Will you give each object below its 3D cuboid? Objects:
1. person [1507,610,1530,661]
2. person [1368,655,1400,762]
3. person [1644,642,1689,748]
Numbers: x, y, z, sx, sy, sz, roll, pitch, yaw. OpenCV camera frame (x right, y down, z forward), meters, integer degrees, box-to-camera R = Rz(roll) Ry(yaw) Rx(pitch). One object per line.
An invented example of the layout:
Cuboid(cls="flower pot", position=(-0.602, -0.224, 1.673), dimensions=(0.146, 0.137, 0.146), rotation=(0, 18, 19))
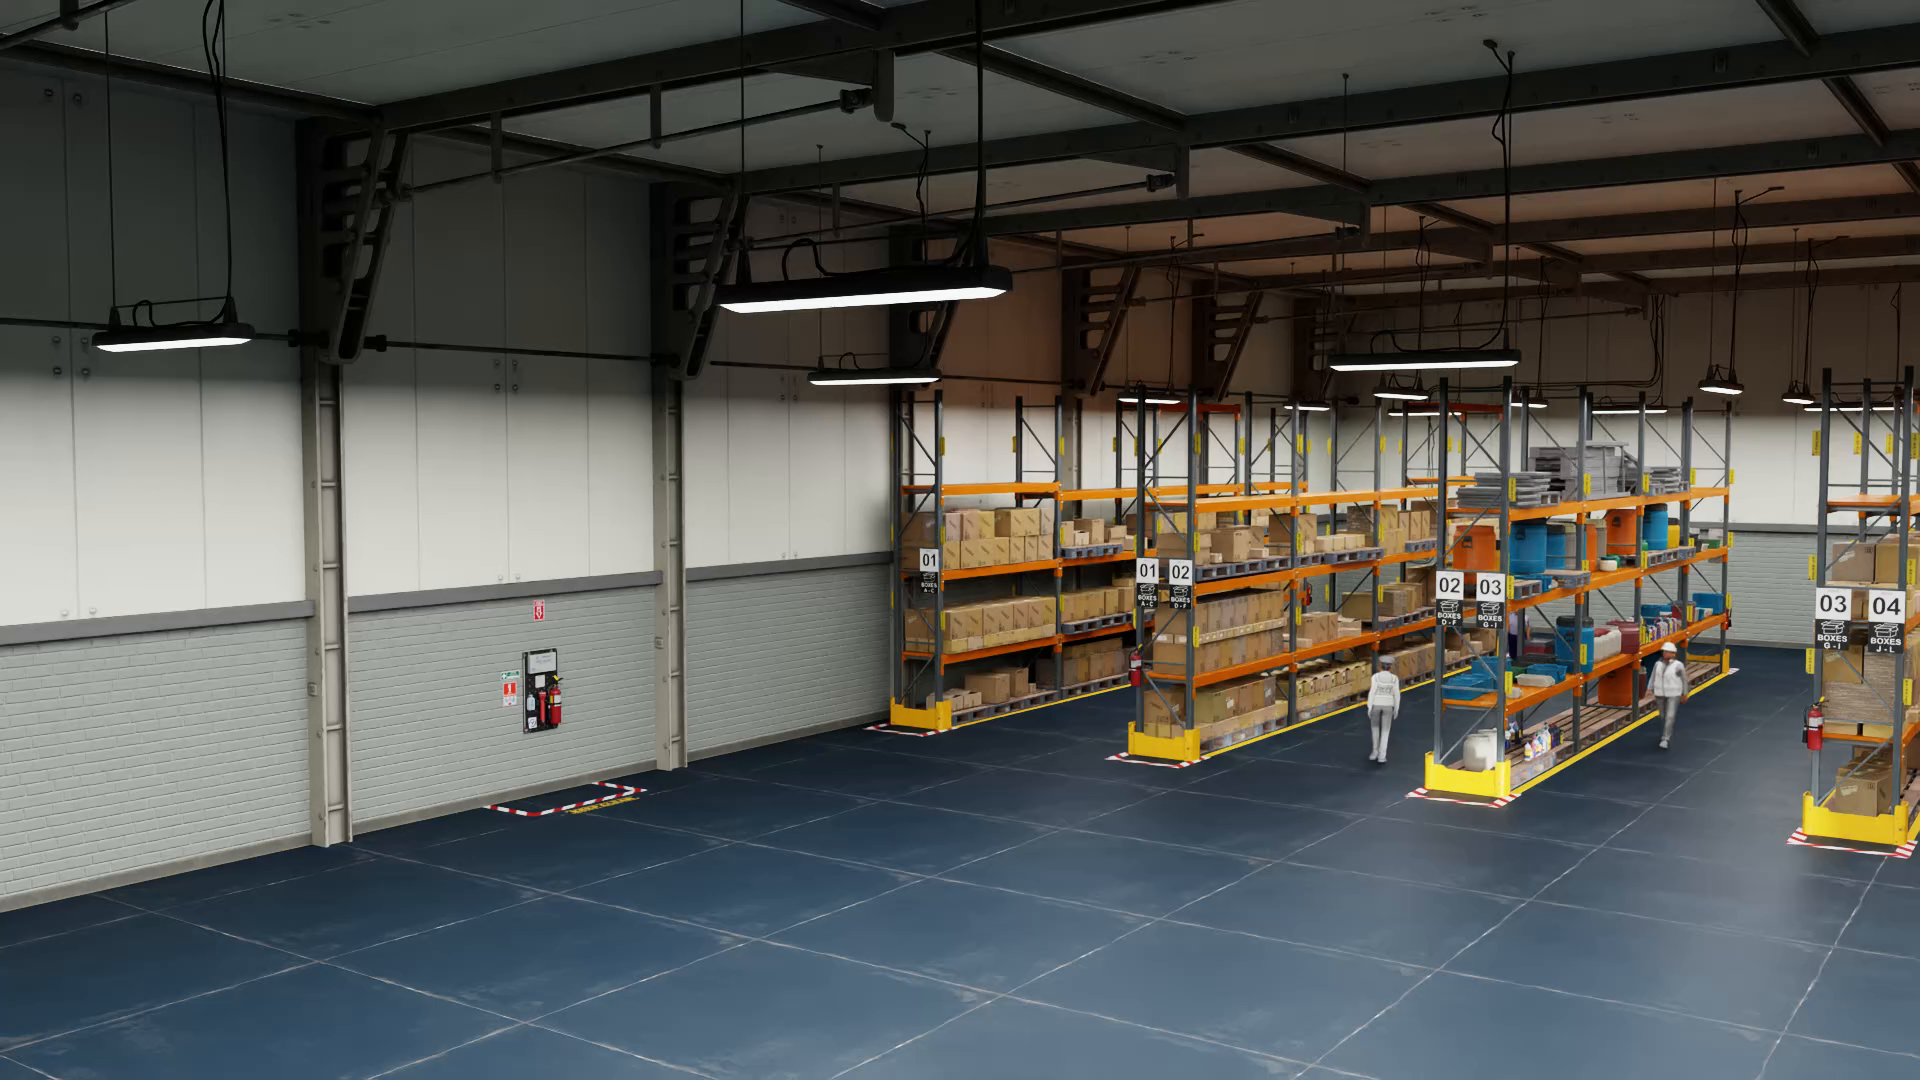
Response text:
Cuboid(cls="person", position=(12.121, 2.153, 36.159), dimensions=(0.514, 1.587, 1.043), rotation=(2, 4, 34))
Cuboid(cls="person", position=(6.711, 2.679, 26.320), dimensions=(0.490, 1.689, 0.502), rotation=(1, 3, 18))
Cuboid(cls="person", position=(11.777, 2.564, 27.718), dimensions=(0.627, 1.712, 1.069), rotation=(3, 4, 38))
